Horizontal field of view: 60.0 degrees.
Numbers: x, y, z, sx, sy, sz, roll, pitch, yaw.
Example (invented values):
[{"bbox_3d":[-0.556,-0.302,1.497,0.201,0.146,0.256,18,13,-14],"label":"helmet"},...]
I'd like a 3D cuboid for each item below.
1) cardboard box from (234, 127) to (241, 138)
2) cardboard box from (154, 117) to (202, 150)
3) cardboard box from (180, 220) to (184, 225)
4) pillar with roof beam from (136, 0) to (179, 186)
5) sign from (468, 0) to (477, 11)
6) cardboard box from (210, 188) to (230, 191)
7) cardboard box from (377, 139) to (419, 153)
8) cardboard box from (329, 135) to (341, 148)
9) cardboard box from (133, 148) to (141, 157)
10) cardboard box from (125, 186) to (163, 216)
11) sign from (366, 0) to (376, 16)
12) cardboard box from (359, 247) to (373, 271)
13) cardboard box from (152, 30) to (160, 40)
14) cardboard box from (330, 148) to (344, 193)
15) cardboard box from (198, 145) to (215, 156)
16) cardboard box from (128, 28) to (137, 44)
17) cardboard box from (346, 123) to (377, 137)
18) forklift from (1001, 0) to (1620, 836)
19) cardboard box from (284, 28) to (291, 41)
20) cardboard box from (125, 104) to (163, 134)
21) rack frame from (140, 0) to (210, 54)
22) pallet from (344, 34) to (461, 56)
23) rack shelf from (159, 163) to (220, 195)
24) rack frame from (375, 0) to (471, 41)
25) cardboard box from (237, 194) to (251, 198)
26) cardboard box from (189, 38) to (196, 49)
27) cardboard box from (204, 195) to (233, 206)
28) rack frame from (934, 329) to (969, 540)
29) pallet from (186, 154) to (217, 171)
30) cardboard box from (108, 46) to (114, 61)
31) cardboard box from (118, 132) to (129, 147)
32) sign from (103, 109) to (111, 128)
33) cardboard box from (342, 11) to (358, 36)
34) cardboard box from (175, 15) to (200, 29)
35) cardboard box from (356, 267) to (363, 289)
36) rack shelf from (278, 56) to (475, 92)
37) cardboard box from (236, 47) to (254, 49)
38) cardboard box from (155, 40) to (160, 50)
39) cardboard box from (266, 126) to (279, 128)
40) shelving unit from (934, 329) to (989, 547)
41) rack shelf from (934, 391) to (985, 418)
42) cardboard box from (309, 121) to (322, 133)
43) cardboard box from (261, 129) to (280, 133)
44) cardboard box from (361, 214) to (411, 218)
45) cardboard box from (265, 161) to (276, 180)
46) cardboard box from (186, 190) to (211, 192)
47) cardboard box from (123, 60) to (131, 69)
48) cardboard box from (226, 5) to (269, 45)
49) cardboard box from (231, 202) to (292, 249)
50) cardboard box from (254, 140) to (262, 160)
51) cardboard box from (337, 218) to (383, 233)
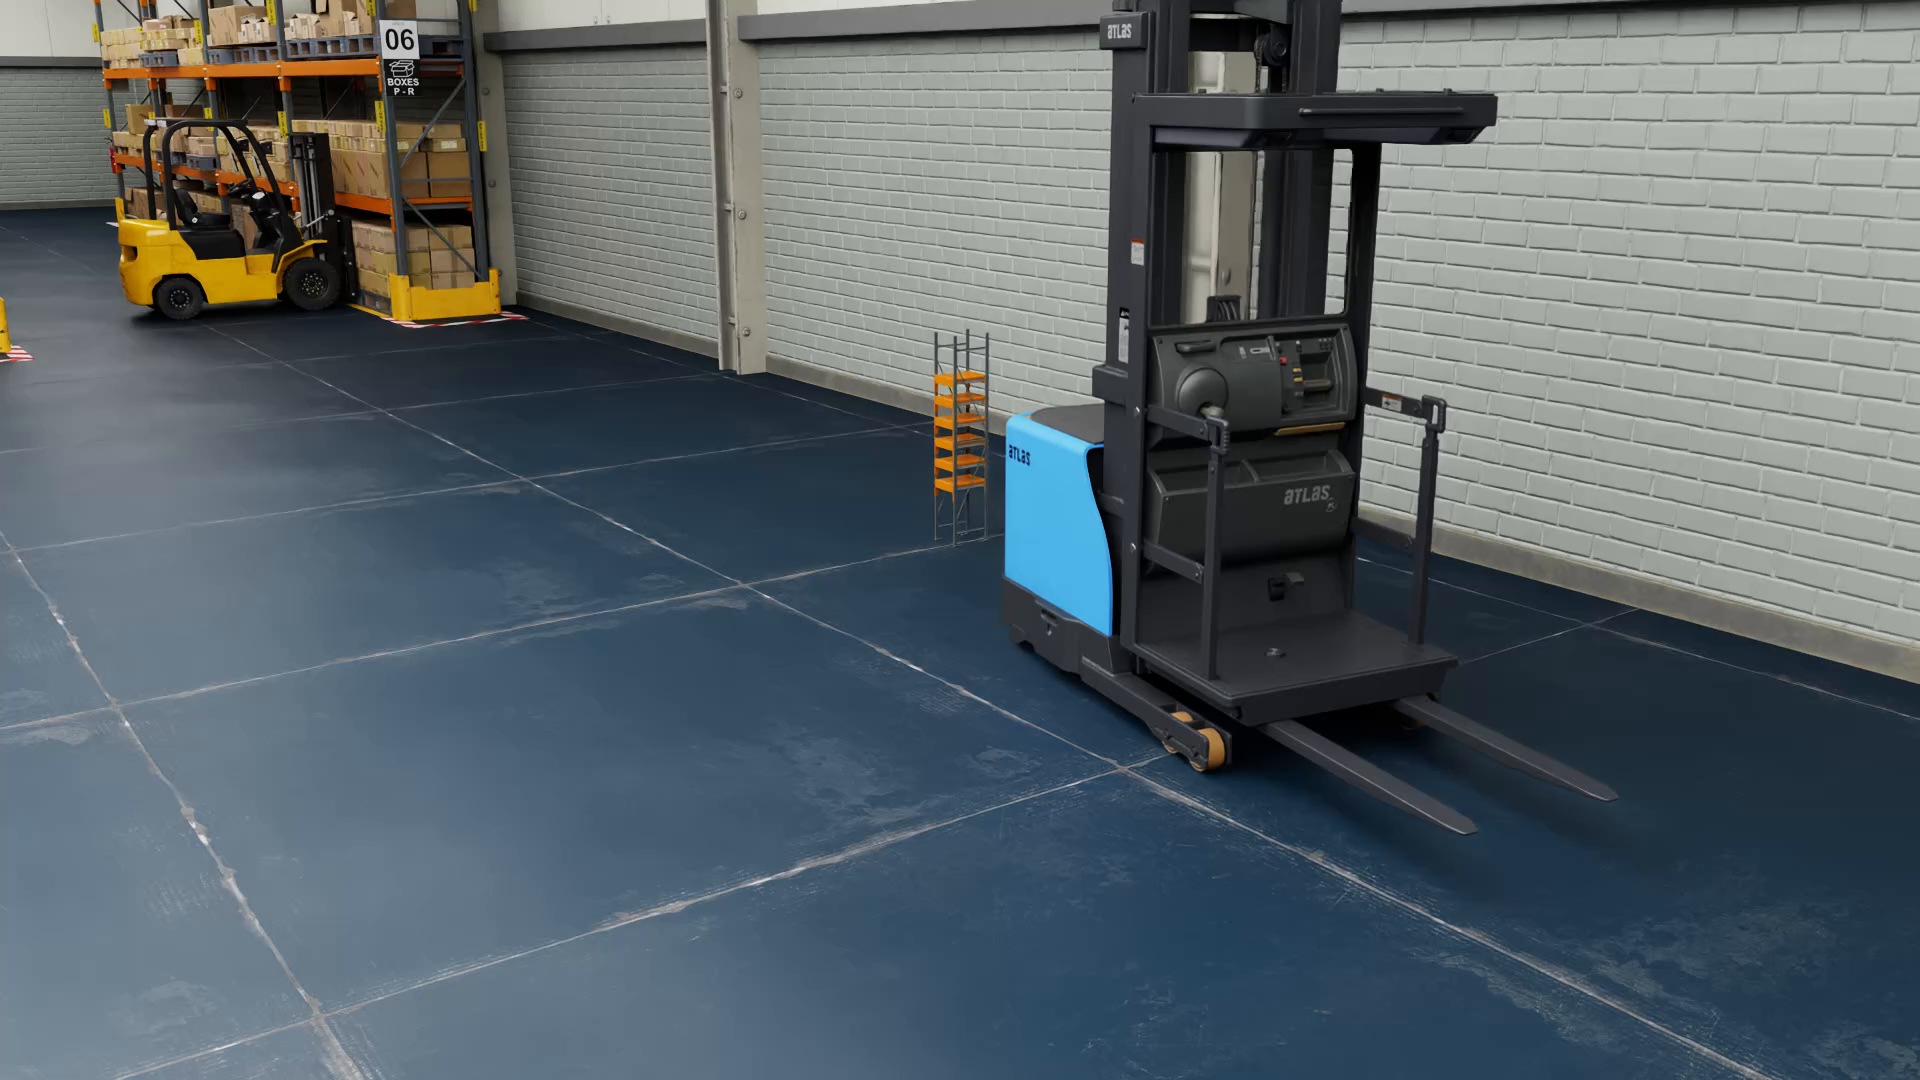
[{"bbox_3d":[-10.093,-5.794,23.645,0.380,0.149,0.250,-11,19,-34],"label":"cardboard box"},{"bbox_3d":[-12.784,-6.675,27.298,0.700,0.500,0.500,-10,18,-33],"label":"cardboard box"},{"bbox_3d":[-12.464,-5.309,27.230,0.500,0.500,0.500,-11,19,-35],"label":"cardboard box"},{"bbox_3d":[-19.578,-10.358,30.373,9.100,9.000,0.400,-11,19,-35],"label":"pillar with roof beam"},{"bbox_3d":[-5.379,-5.991,18.297,0.100,0.325,0.005,-11,19,-35],"label":"sign"},{"bbox_3d":[-12.279,-5.783,27.734,0.380,0.149,0.250,-11,19,-35],"label":"cardboard box"},{"bbox_3d":[-6.262,-4.392,18.521,0.380,0.149,0.250,-11,19,-34],"label":"cardboard box"},{"bbox_3d":[-7.316,-4.773,19.915,0.380,0.149,0.250,-11,19,-36],"label":"cardboard box"},{"bbox_3d":[-14.380,-6.847,29.385,0.380,0.149,0.250,-10,18,-33],"label":"cardboard box"},{"bbox_3d":[-14.957,-6.270,30.735,0.797,0.503,0.637,-12,19,-37],"label":"cardboard box"},{"bbox_3d":[-6.279,-5.754,17.709,0.100,0.325,0.005,-11,19,-35],"label":"sign"},{"bbox_3d":[-6.657,-3.282,19.350,0.500,0.250,0.500,-11,19,-35],"label":"cardboard box"},{"bbox_3d":[-12.565,-7.993,26.343,0.380,0.149,0.250,-11,19,-35],"label":"cardboard box"},{"bbox_3d":[-7.237,-4.440,19.926,0.500,0.500,0.500,-11,19,-34],"label":"cardboard box"},{"bbox_3d":[-11.232,-5.870,25.023,0.380,0.149,0.250,-10,18,-34],"label":"cardboard box"},{"bbox_3d":[-13.685,-8.499,28.037,0.500,0.250,0.500,-11,19,-35],"label":"cardboard box"},{"bbox_3d":[-6.888,-4.751,19.271,0.380,0.149,0.250,-10,18,-33],"label":"cardboard box"},{"bbox_3d":[1.274,-0.660,6.435,1.130,2.935,3.031,-7,17,-24],"label":"forklift"},{"bbox_3d":[-8.166,-6.288,20.675,0.380,0.149,0.250,-10,18,-33],"label":"cardboard box"},{"bbox_3d":[-14.308,-7.390,29.196,0.500,0.500,0.500,-10,18,-33],"label":"cardboard box"},{"bbox_3d":[-12.888,-9.456,27.079,1.000,3.000,0.127,-11,19,-35],"label":"rack frame"},{"bbox_3d":[-6.227,-5.559,18.690,1.003,0.211,1.213,-11,19,-35],"label":"pallet"},{"bbox_3d":[-11.712,-5.788,26.405,1.077,0.370,4.000,-11,19,-35],"label":"rack shelf"},{"bbox_3d":[-5.832,-6.894,17.716,1.000,3.000,0.127,-11,19,-35],"label":"rack frame"},{"bbox_3d":[-11.213,-5.400,26.335,0.380,0.149,0.250,-11,19,-36],"label":"cardboard box"},{"bbox_3d":[-11.391,-7.478,25.063,0.380,0.149,0.250,-11,19,-35],"label":"cardboard box"},{"bbox_3d":[-11.601,-5.317,26.032,0.380,0.149,0.250,-11,19,-35],"label":"cardboard box"},{"bbox_3d":[-0.045,-0.595,9.478,0.240,1.200,0.006,-11,19,-35],"label":"rack frame"},{"bbox_3d":[-10.991,-5.750,25.264,1.213,0.211,1.003,-11,19,-35],"label":"pallet"},{"bbox_3d":[-14.884,-8.692,29.690,0.500,0.250,0.500,-10,18,-33],"label":"cardboard box"},{"bbox_3d":[-14.894,-7.241,30.072,0.500,0.250,0.500,-11,19,-34],"label":"cardboard box"},{"bbox_3d":[-15.678,-7.750,30.569,0.100,0.325,0.005,-11,19,-35],"label":"sign"},{"bbox_3d":[-6.714,-5.817,18.734,0.396,0.266,0.258,-11,19,-34],"label":"cardboard box"},{"bbox_3d":[-12.470,-8.376,26.958,0.396,0.266,0.258,-11,19,-35],"label":"cardboard box"},{"bbox_3d":[-6.935,-3.143,19.792,0.500,0.250,0.500,-11,19,-34],"label":"cardboard box"},{"bbox_3d":[-7.008,-5.527,19.768,1.077,0.370,4.000,-11,19,-35],"label":"rack shelf"},{"bbox_3d":[-10.557,-7.390,24.742,0.380,0.149,0.250,-11,19,-34],"label":"cardboard box"},{"bbox_3d":[-12.431,-7.795,26.185,0.380,0.149,0.250,-11,19,-35],"label":"cardboard box"},{"bbox_3d":[-9.834,-5.928,24.135,0.380,0.149,0.250,-11,19,-35],"label":"cardboard box"},{"bbox_3d":[0.009,-0.576,9.406,0.258,1.200,0.189,-11,19,-35],"label":"shelving unit"},{"bbox_3d":[0.009,-0.764,9.355,0.258,0.103,0.180,-11,19,-35],"label":"rack shelf"},{"bbox_3d":[-7.784,-5.079,20.468,0.380,0.149,0.250,-10,18,-33],"label":"cardboard box"},{"bbox_3d":[-9.197,-5.468,22.453,0.380,0.149,0.250,-11,19,-36],"label":"cardboard box"},{"bbox_3d":[-7.141,-3.922,20.741,0.500,0.250,0.500,-11,19,-34],"label":"cardboard box"},{"bbox_3d":[-8.992,-4.955,22.283,0.500,0.250,0.500,-11,19,-35],"label":"cardboard box"},{"bbox_3d":[-12.506,-5.654,27.263,0.380,0.149,0.250,-12,19,-37],"label":"cardboard box"},{"bbox_3d":[-14.267,-8.243,28.805,0.380,0.149,0.250,-10,18,-33],"label":"cardboard box"},{"bbox_3d":[-9.708,-7.044,22.775,0.500,0.500,0.500,-10,18,-33],"label":"cardboard box"},{"bbox_3d":[-10.180,-4.630,24.514,0.875,0.625,0.625,-10,18,-33],"label":"cardboard box"},{"bbox_3d":[-9.284,-5.307,22.621,0.500,0.250,0.500,-10,18,-33],"label":"cardboard box"},{"bbox_3d":[-7.257,-3.732,20.049,0.500,0.250,0.500,-11,19,-36],"label":"cardboard box"}]
